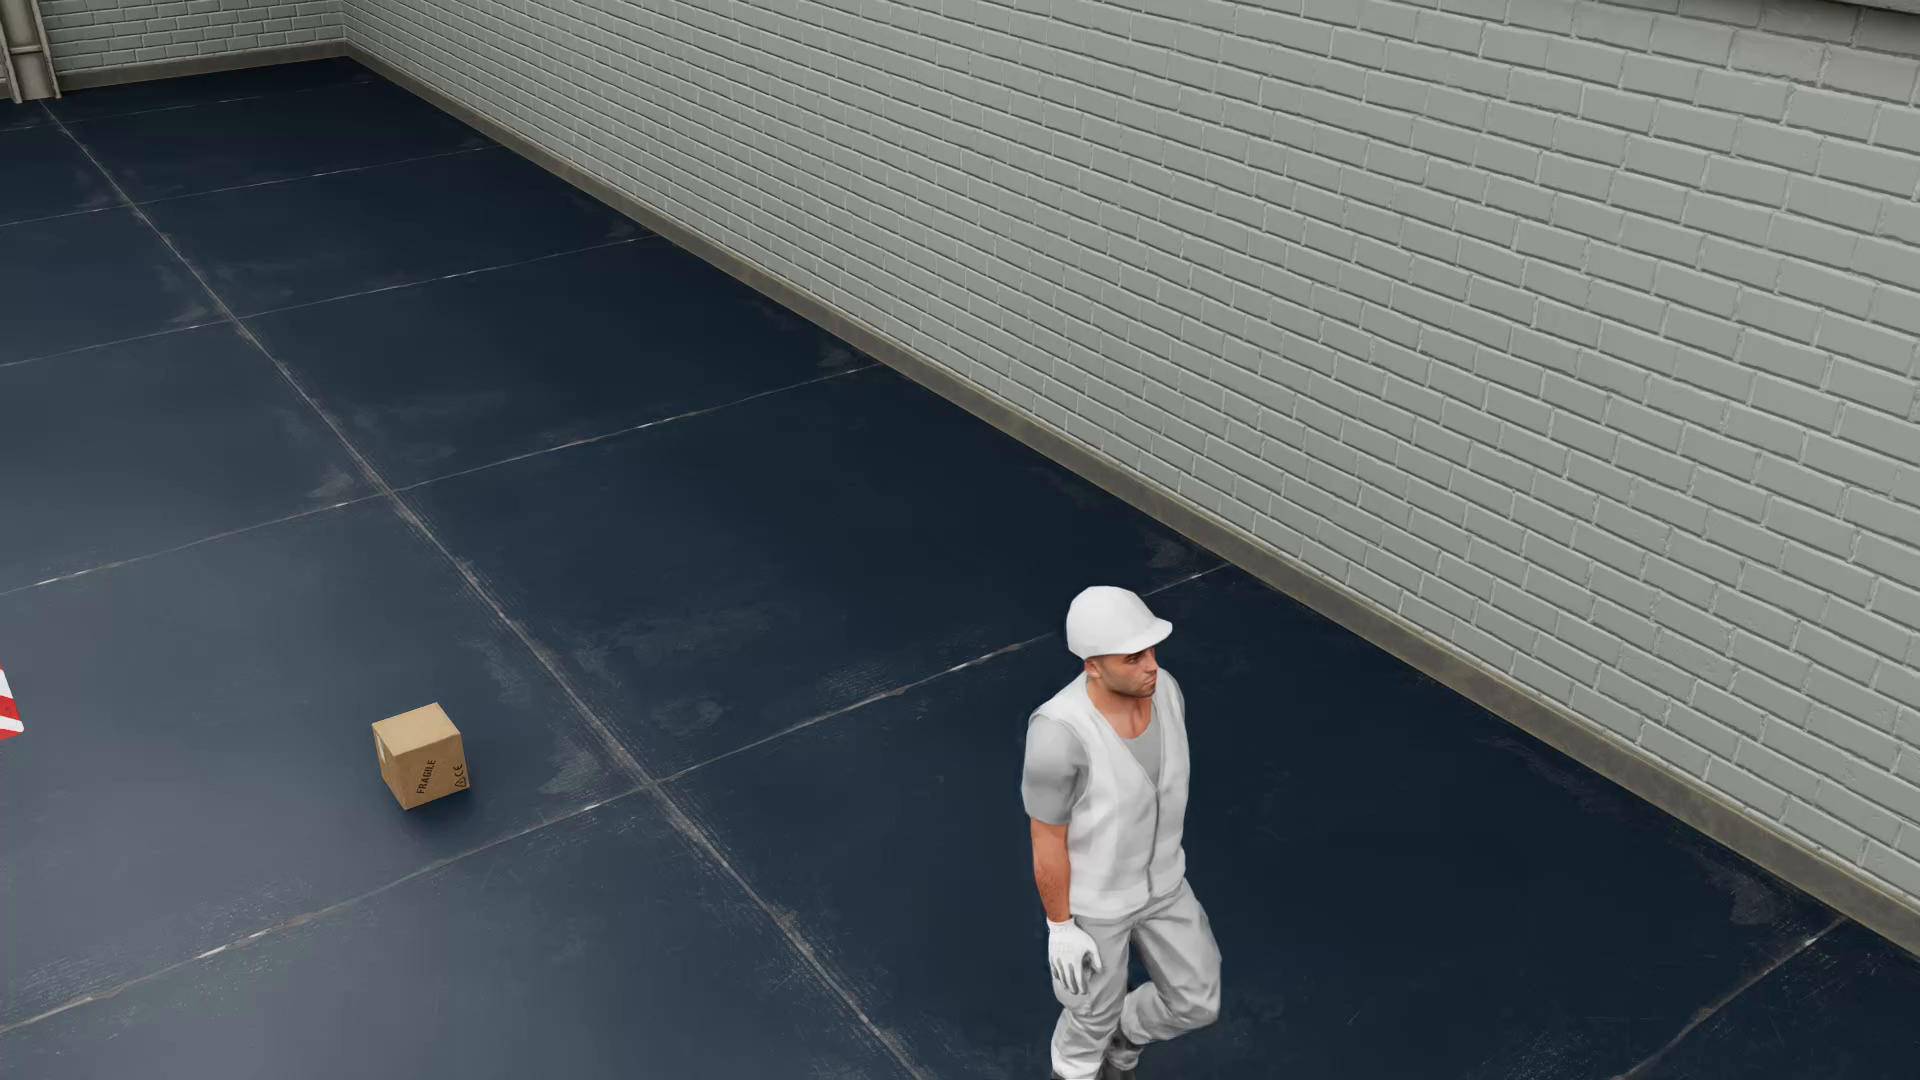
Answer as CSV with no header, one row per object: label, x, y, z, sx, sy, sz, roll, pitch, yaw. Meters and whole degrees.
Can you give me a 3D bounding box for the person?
person,0.426,0.930,4.324,0.534,1.792,0.434,-20,34,-32
